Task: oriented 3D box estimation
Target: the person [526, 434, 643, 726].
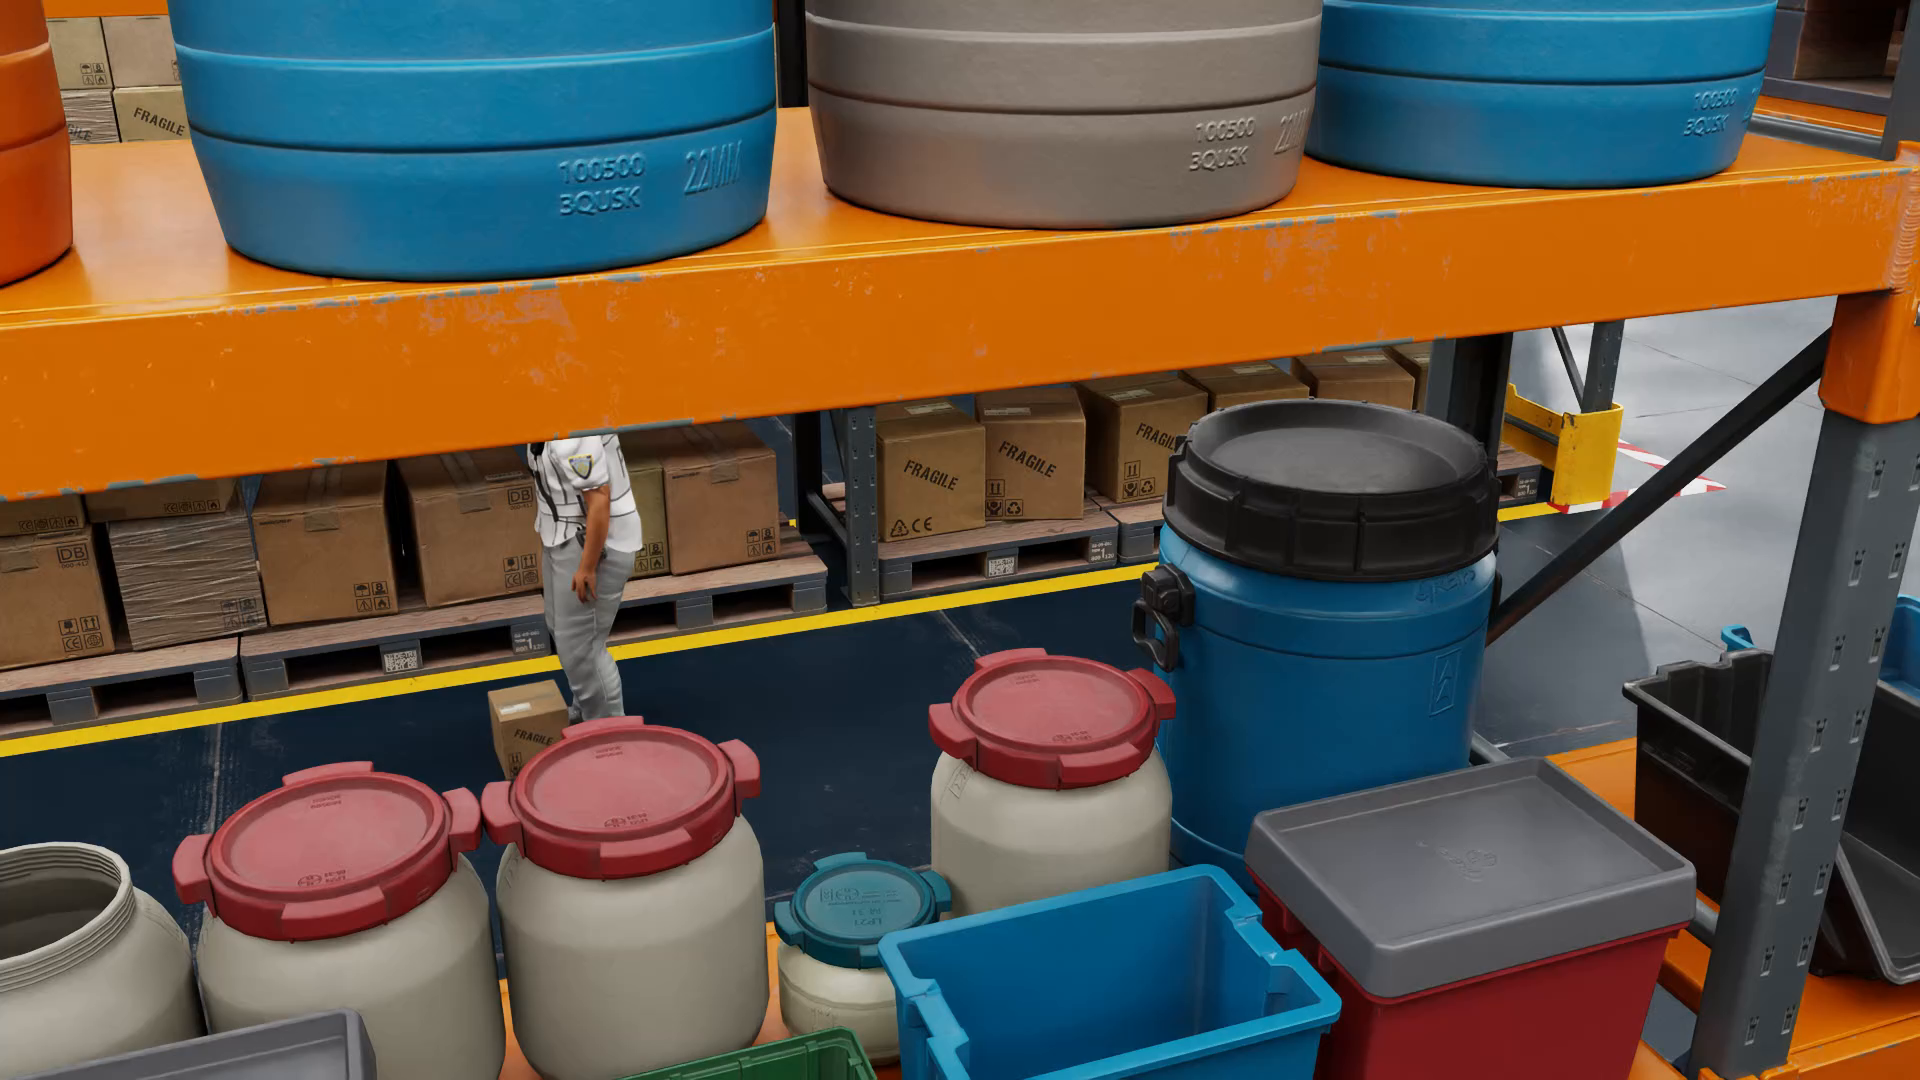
[{"bbox_3d":[-1.404,0.024,6.029,0.467,1.665,0.557,-10,25,-22],"label":"person"}]
